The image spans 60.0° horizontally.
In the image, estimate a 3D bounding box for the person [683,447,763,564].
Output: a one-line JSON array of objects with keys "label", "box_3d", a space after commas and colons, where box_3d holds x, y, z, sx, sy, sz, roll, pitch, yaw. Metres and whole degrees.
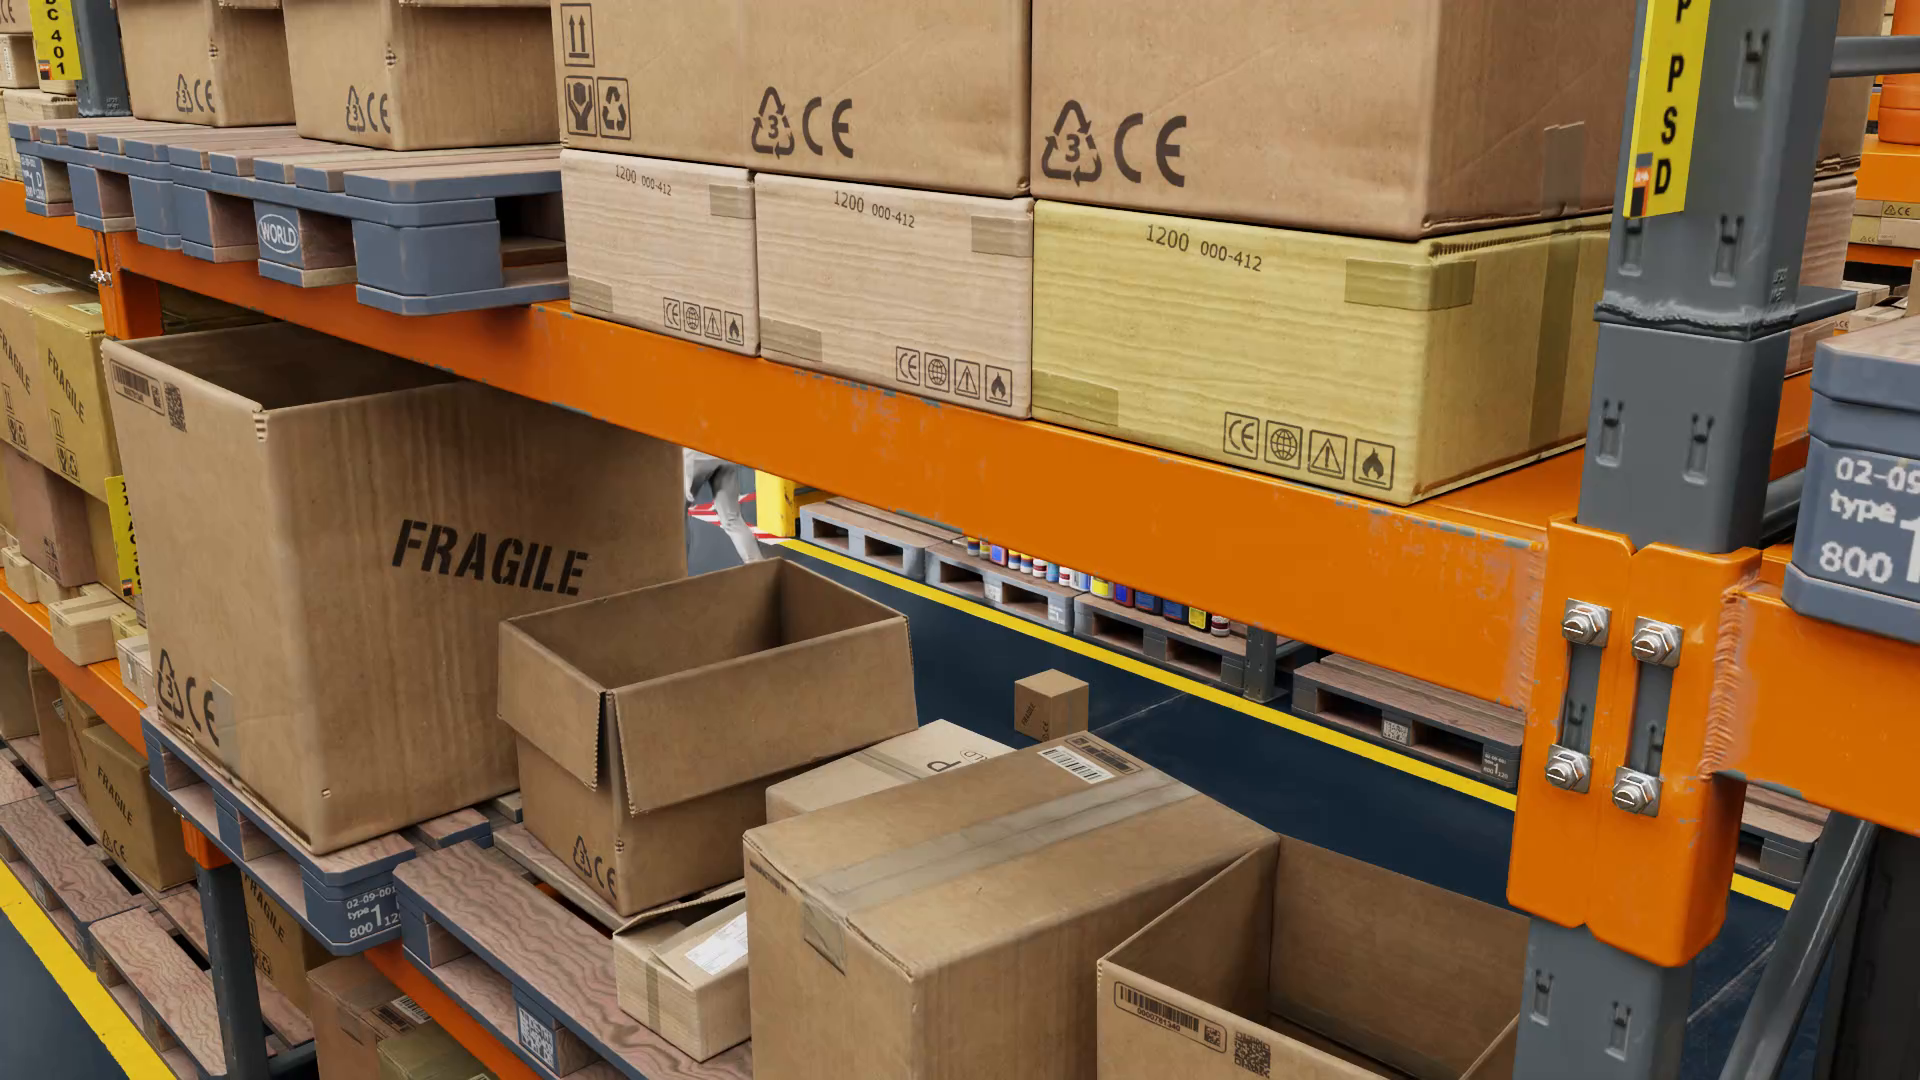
[{"label": "person", "box_3d": [-1.448, -0.478, 9.503, 0.972, 1.641, 0.505, 17, 24, 42]}]
